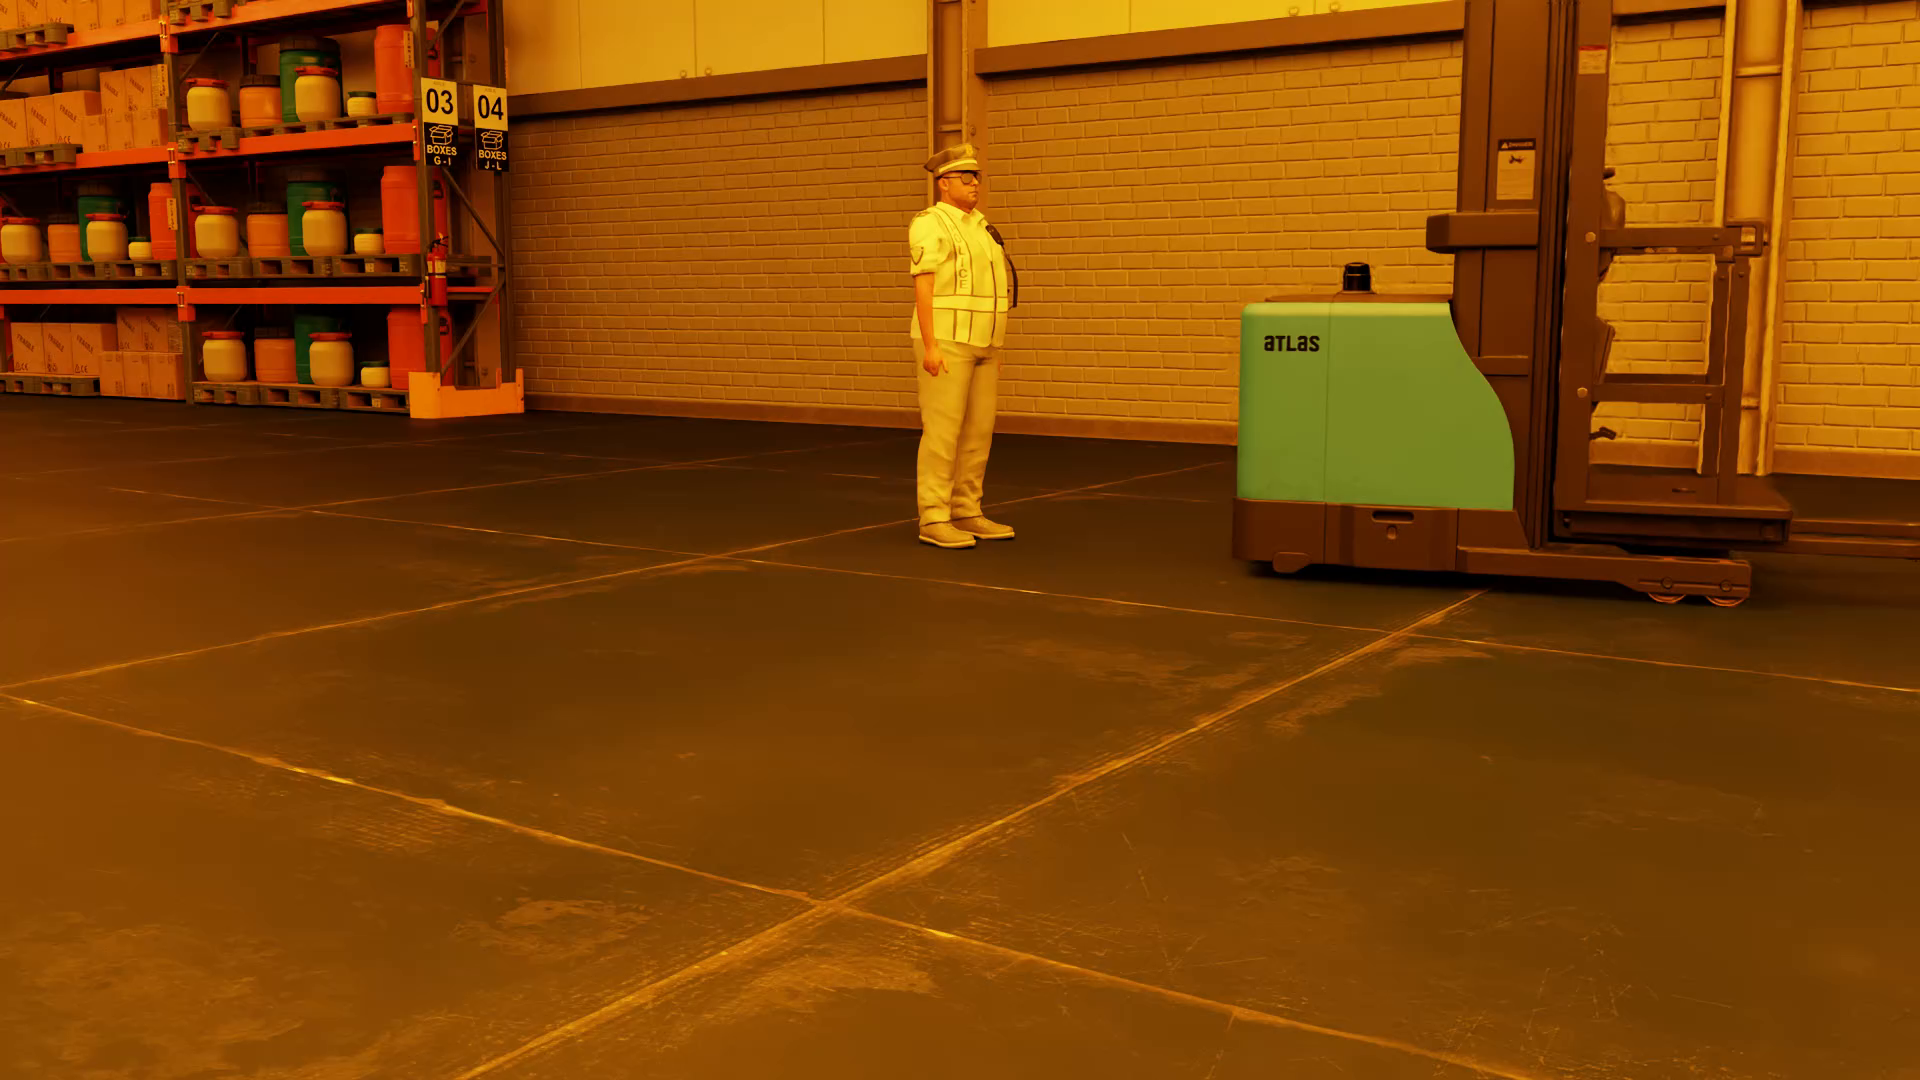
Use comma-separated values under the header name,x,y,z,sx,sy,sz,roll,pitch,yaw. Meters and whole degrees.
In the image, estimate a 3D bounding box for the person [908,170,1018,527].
name,x,y,z,sx,sy,sz,roll,pitch,yaw
person,27898.762,-5843.657,41095.234,24.954,2.668,100014.149,5,10,34

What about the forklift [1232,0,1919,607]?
name,x,y,z,sx,sy,sz,roll,pitch,yaw
forklift,2.654,-1.297,6.313,3.031,2.935,1.130,3,9,21
